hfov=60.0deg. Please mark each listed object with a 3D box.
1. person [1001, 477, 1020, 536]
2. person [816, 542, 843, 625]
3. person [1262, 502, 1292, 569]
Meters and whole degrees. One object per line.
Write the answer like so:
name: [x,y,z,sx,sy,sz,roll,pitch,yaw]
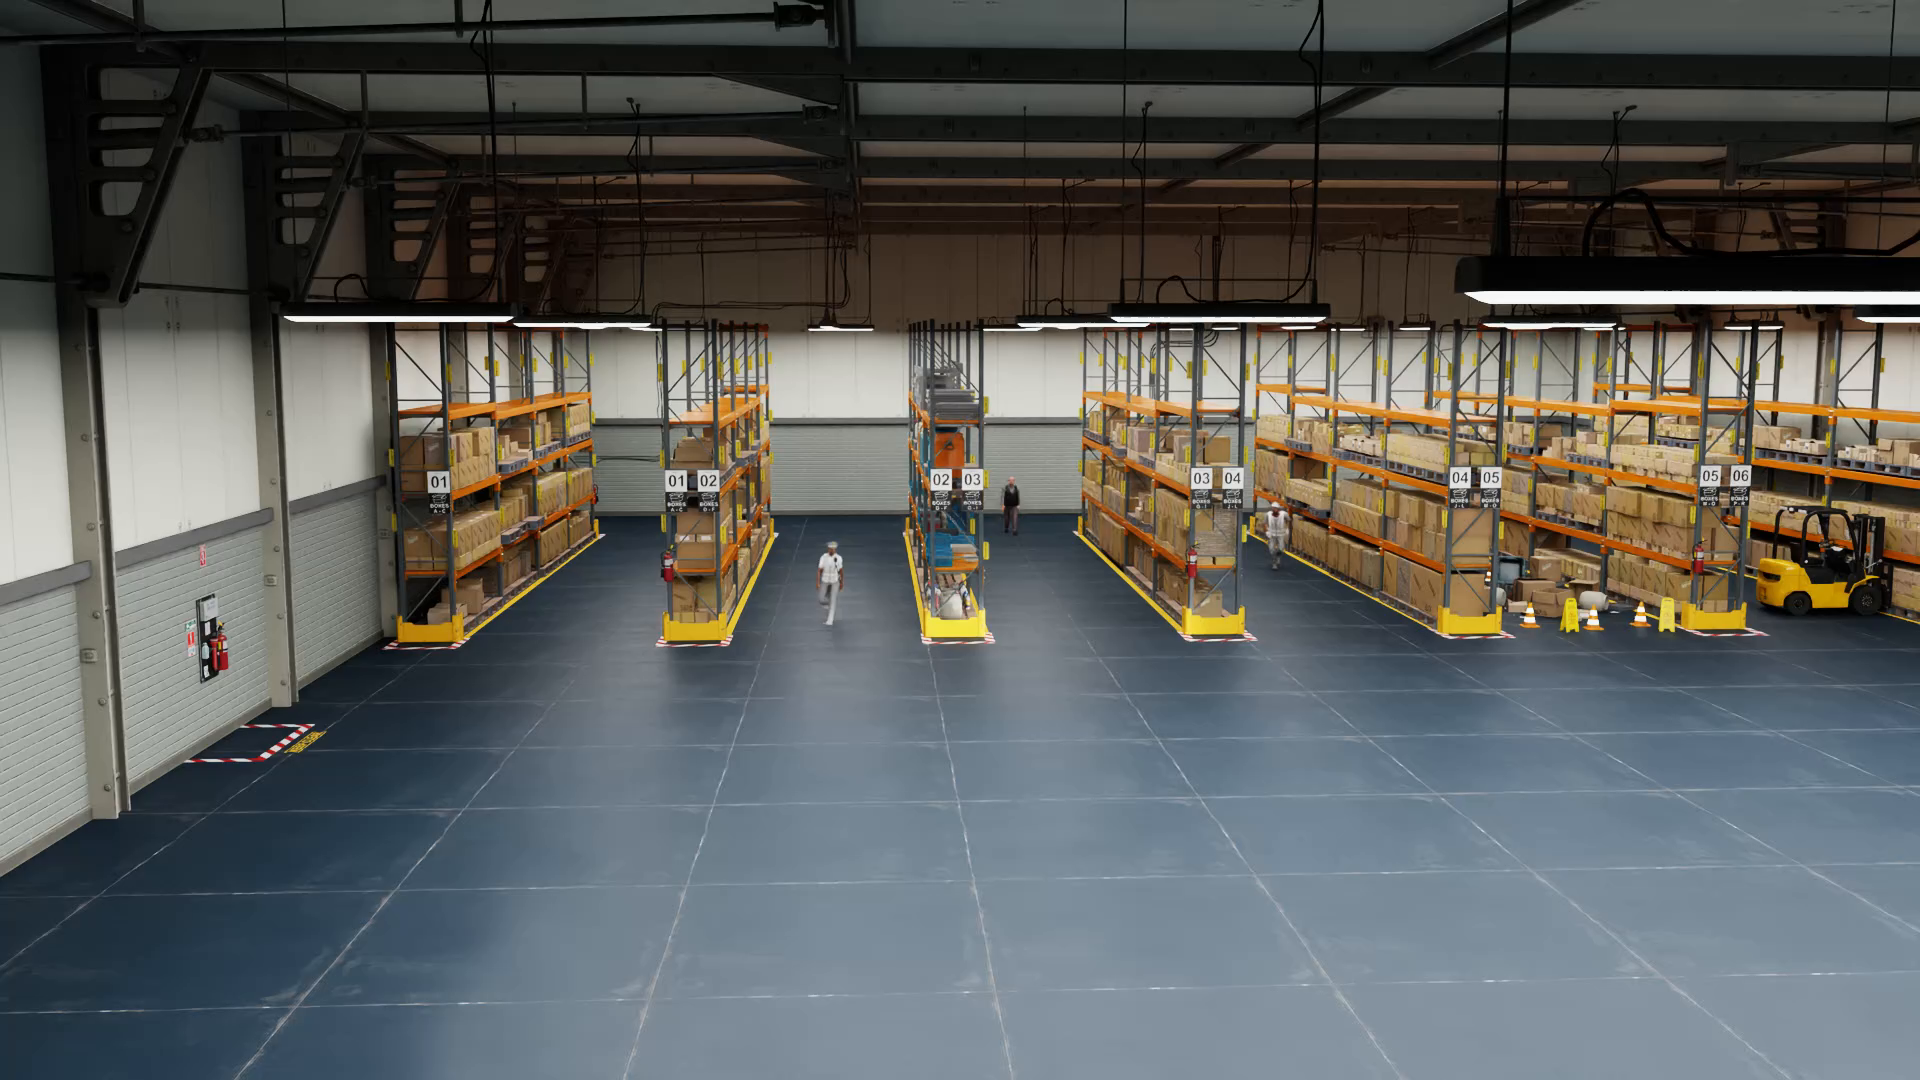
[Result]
person: [1.450,-0.969,47.450,0.586,1.668,1.084,-1,7,-6]
person: [-2.580,0.846,32.922,0.479,1.630,0.904,1,7,7]
person: [7.740,-0.113,40.592,0.727,1.673,0.665,1,7,6]
